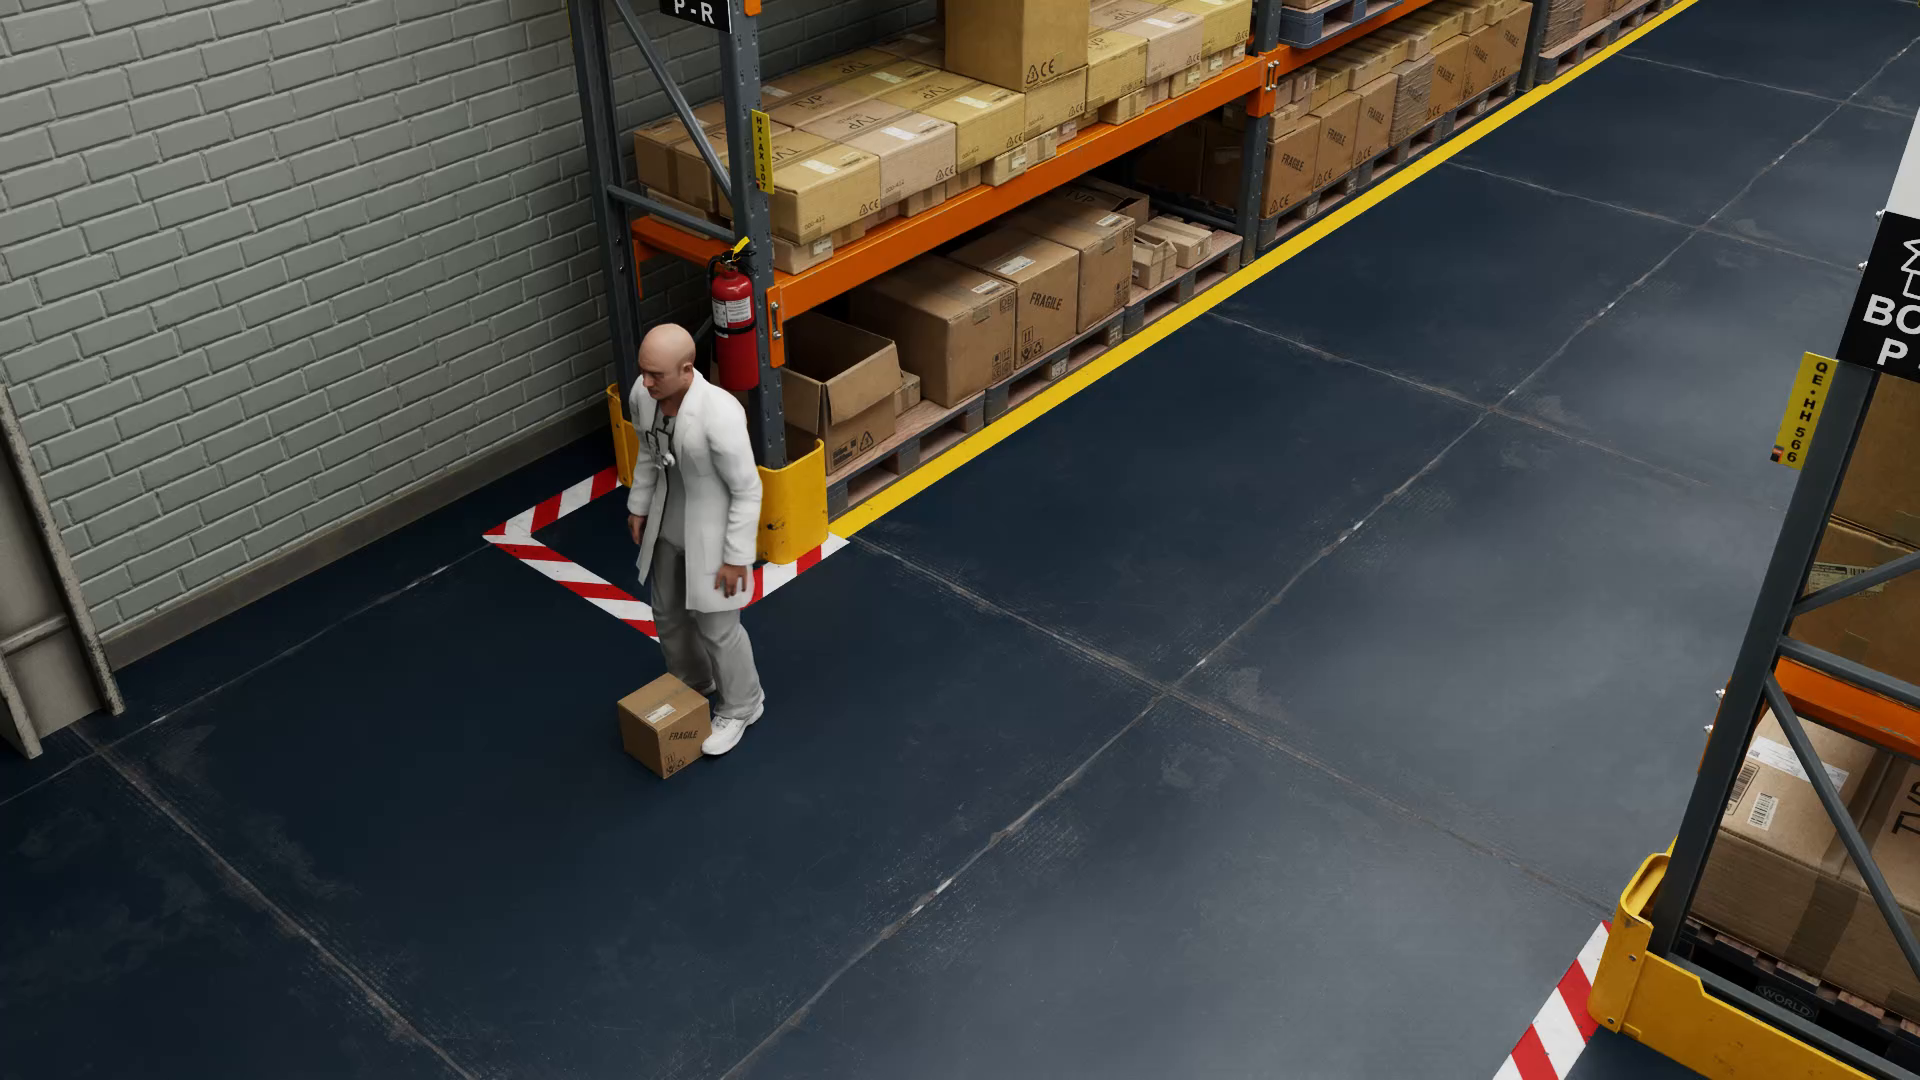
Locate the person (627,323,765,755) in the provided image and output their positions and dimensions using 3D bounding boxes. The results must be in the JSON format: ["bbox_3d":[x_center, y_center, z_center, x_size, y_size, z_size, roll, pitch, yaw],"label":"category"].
[{"bbox_3d":[-0.990,-0.019,6.184,0.644,1.774,0.420,26,42,32],"label":"person"}]
